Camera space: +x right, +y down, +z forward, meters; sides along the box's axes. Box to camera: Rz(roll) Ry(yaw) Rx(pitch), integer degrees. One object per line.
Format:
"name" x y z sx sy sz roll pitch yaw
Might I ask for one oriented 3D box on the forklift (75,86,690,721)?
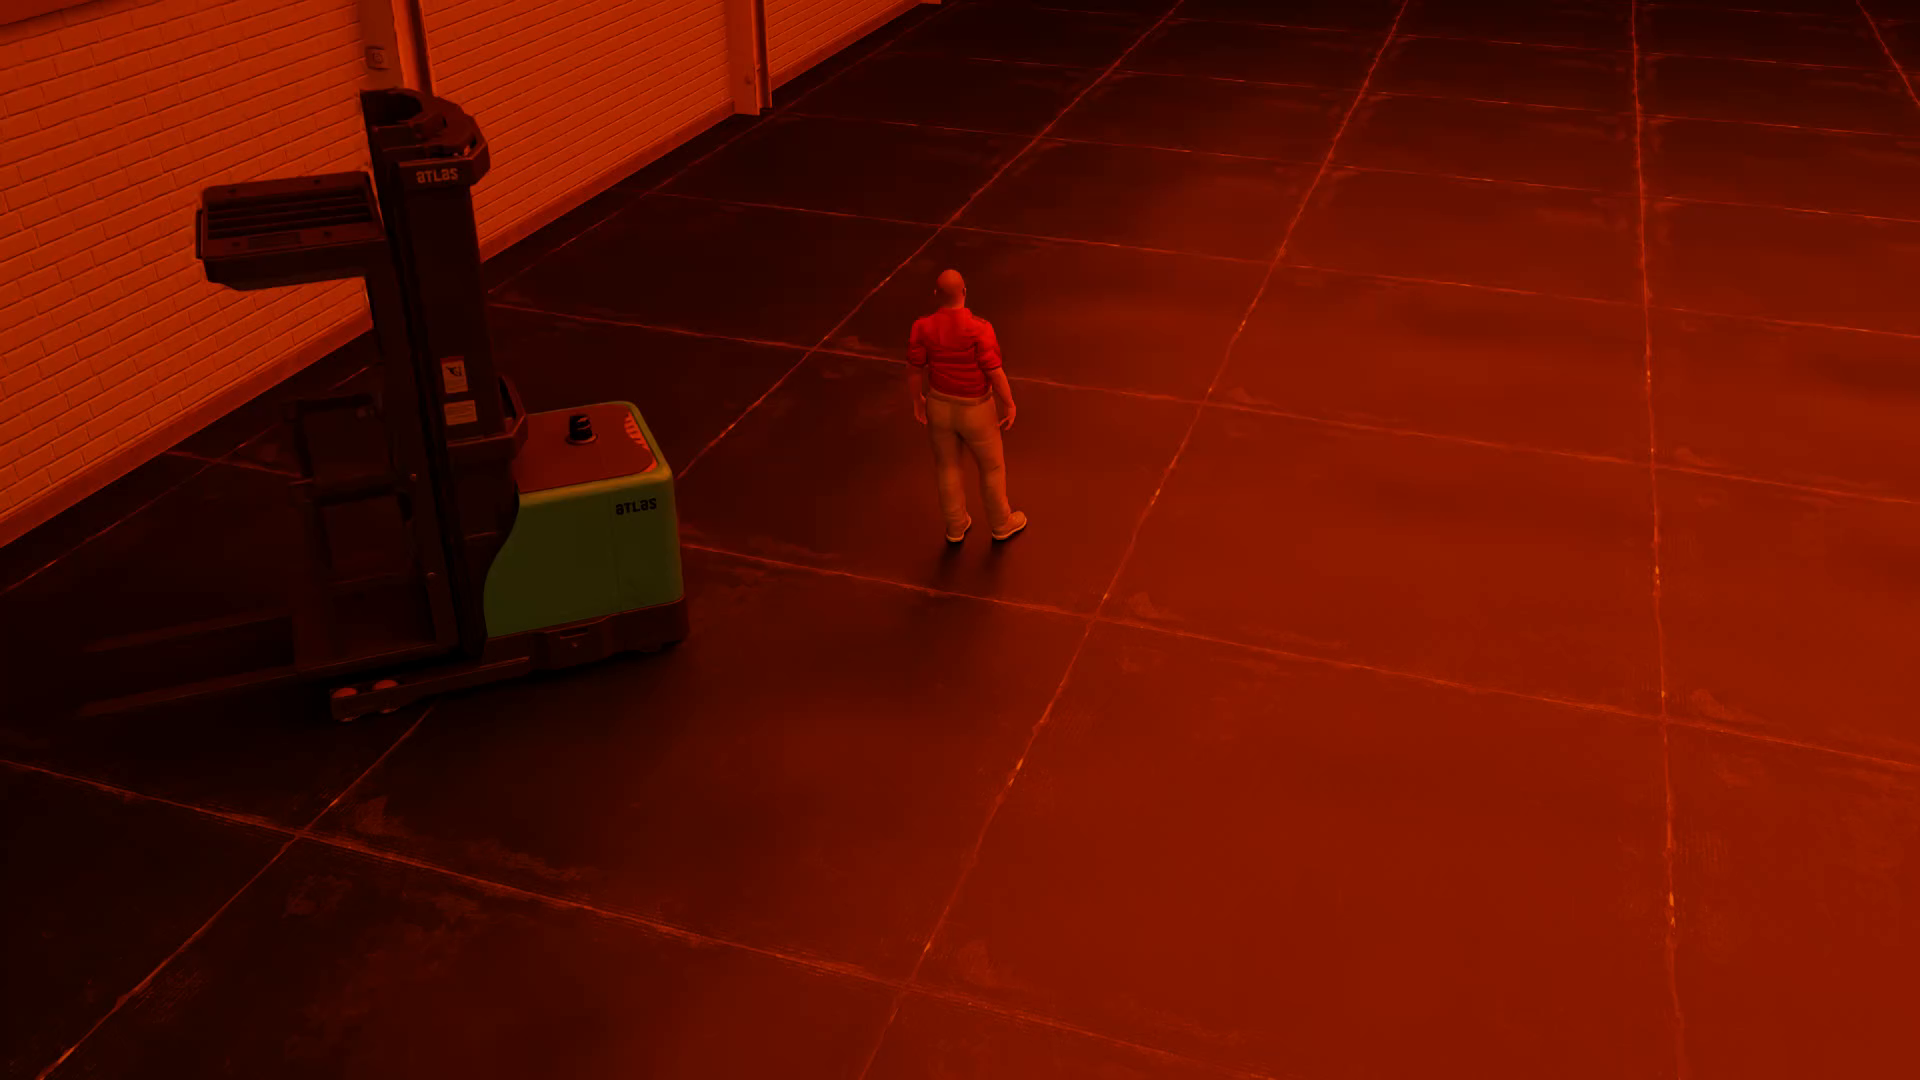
"forklift" -3.044 -0.648 8.273 3.031 2.935 1.130 -11 32 -19

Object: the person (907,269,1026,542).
"person" 0.040 -0.798 9.735 0.640 1.727 0.550 10 31 16
